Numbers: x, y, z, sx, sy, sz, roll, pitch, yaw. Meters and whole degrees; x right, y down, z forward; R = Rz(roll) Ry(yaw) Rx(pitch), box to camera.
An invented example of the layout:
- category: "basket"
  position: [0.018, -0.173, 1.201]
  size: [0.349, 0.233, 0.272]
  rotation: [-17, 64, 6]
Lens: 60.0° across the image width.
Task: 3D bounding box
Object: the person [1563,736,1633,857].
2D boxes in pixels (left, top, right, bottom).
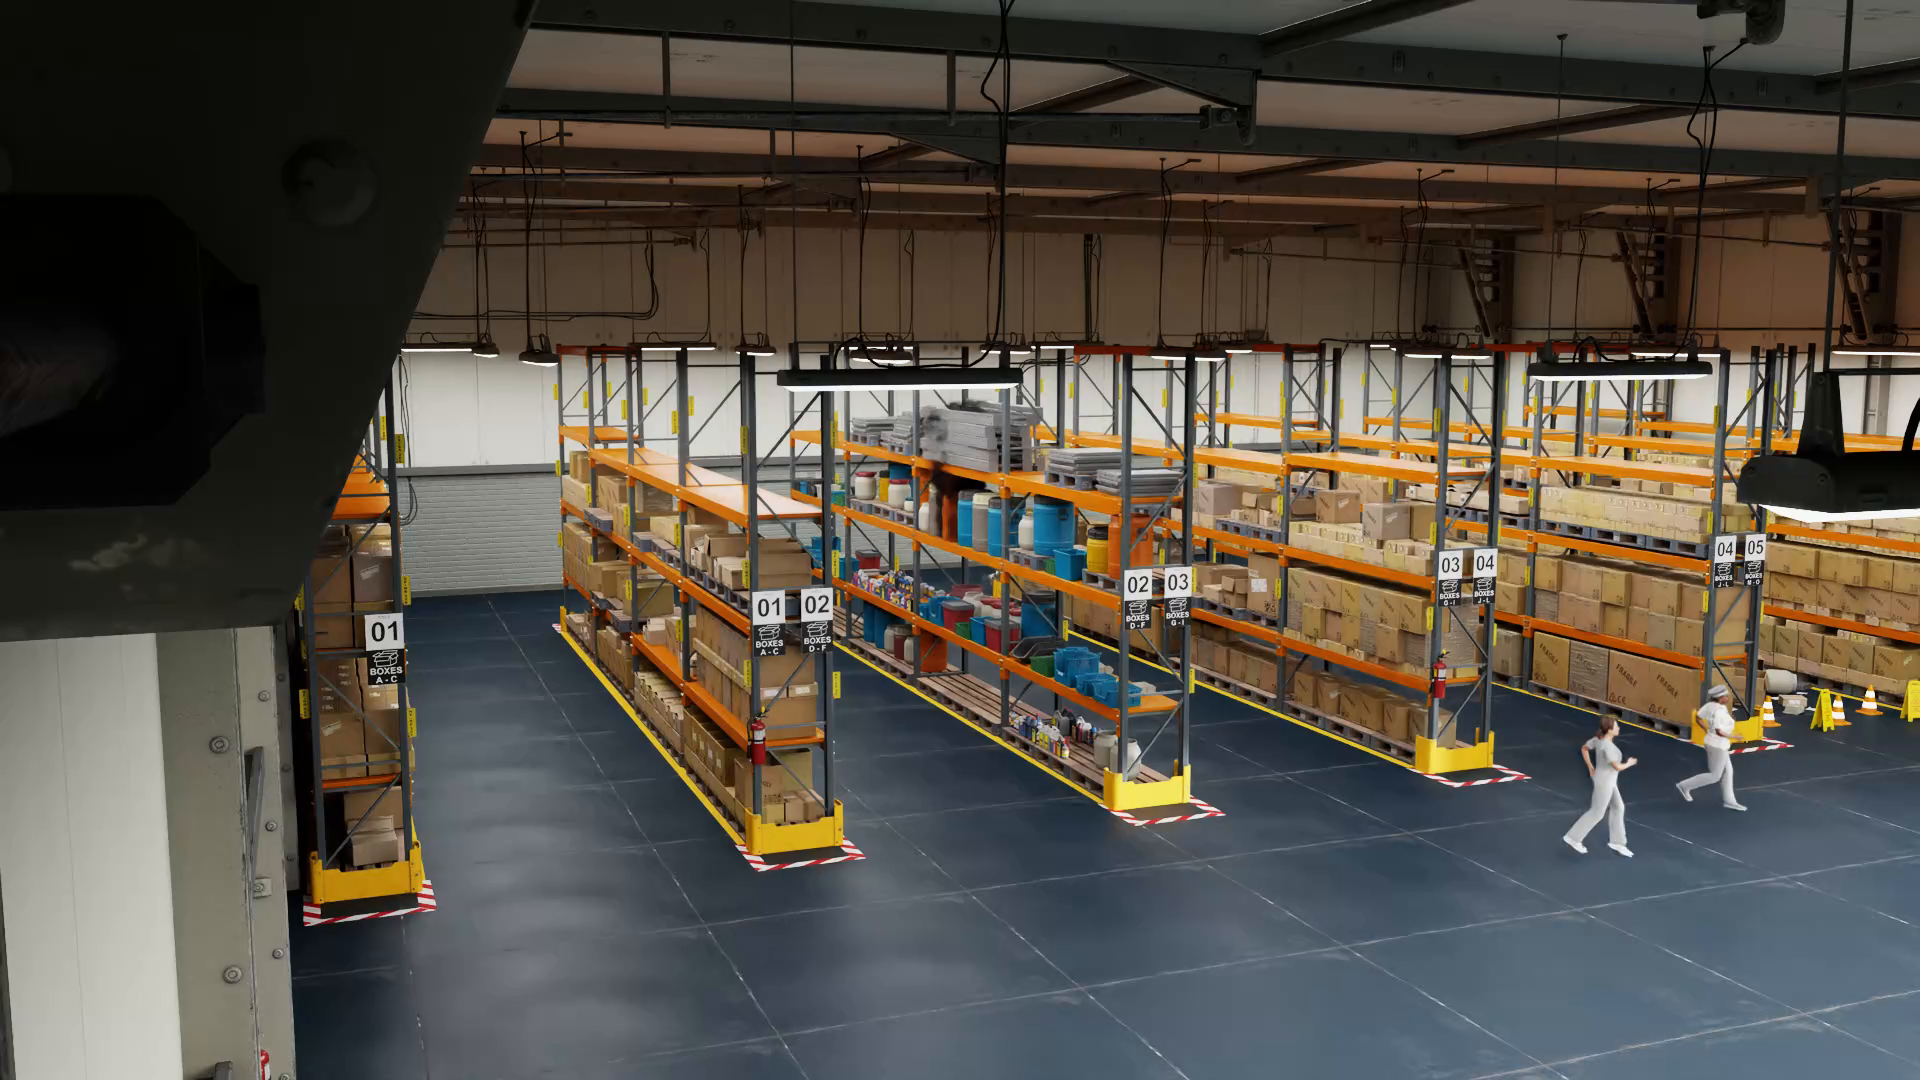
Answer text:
- category: "person"
  position: [7.699, 3.087, 19.970]
  size: [0.832, 1.473, 0.525]
  rotation: [1, 7, 11]

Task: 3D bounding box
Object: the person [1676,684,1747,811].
- category: "person"
  position: [9.920, 2.724, 21.873]
  size: [0.904, 1.695, 0.586]
  rotation: [2, 7, 13]

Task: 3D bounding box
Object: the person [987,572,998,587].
- category: "person"
  position: [0.918, 0.431, 39.938]
  size: [0.590, 1.699, 0.655]
  rotation: [-1, 7, -9]
